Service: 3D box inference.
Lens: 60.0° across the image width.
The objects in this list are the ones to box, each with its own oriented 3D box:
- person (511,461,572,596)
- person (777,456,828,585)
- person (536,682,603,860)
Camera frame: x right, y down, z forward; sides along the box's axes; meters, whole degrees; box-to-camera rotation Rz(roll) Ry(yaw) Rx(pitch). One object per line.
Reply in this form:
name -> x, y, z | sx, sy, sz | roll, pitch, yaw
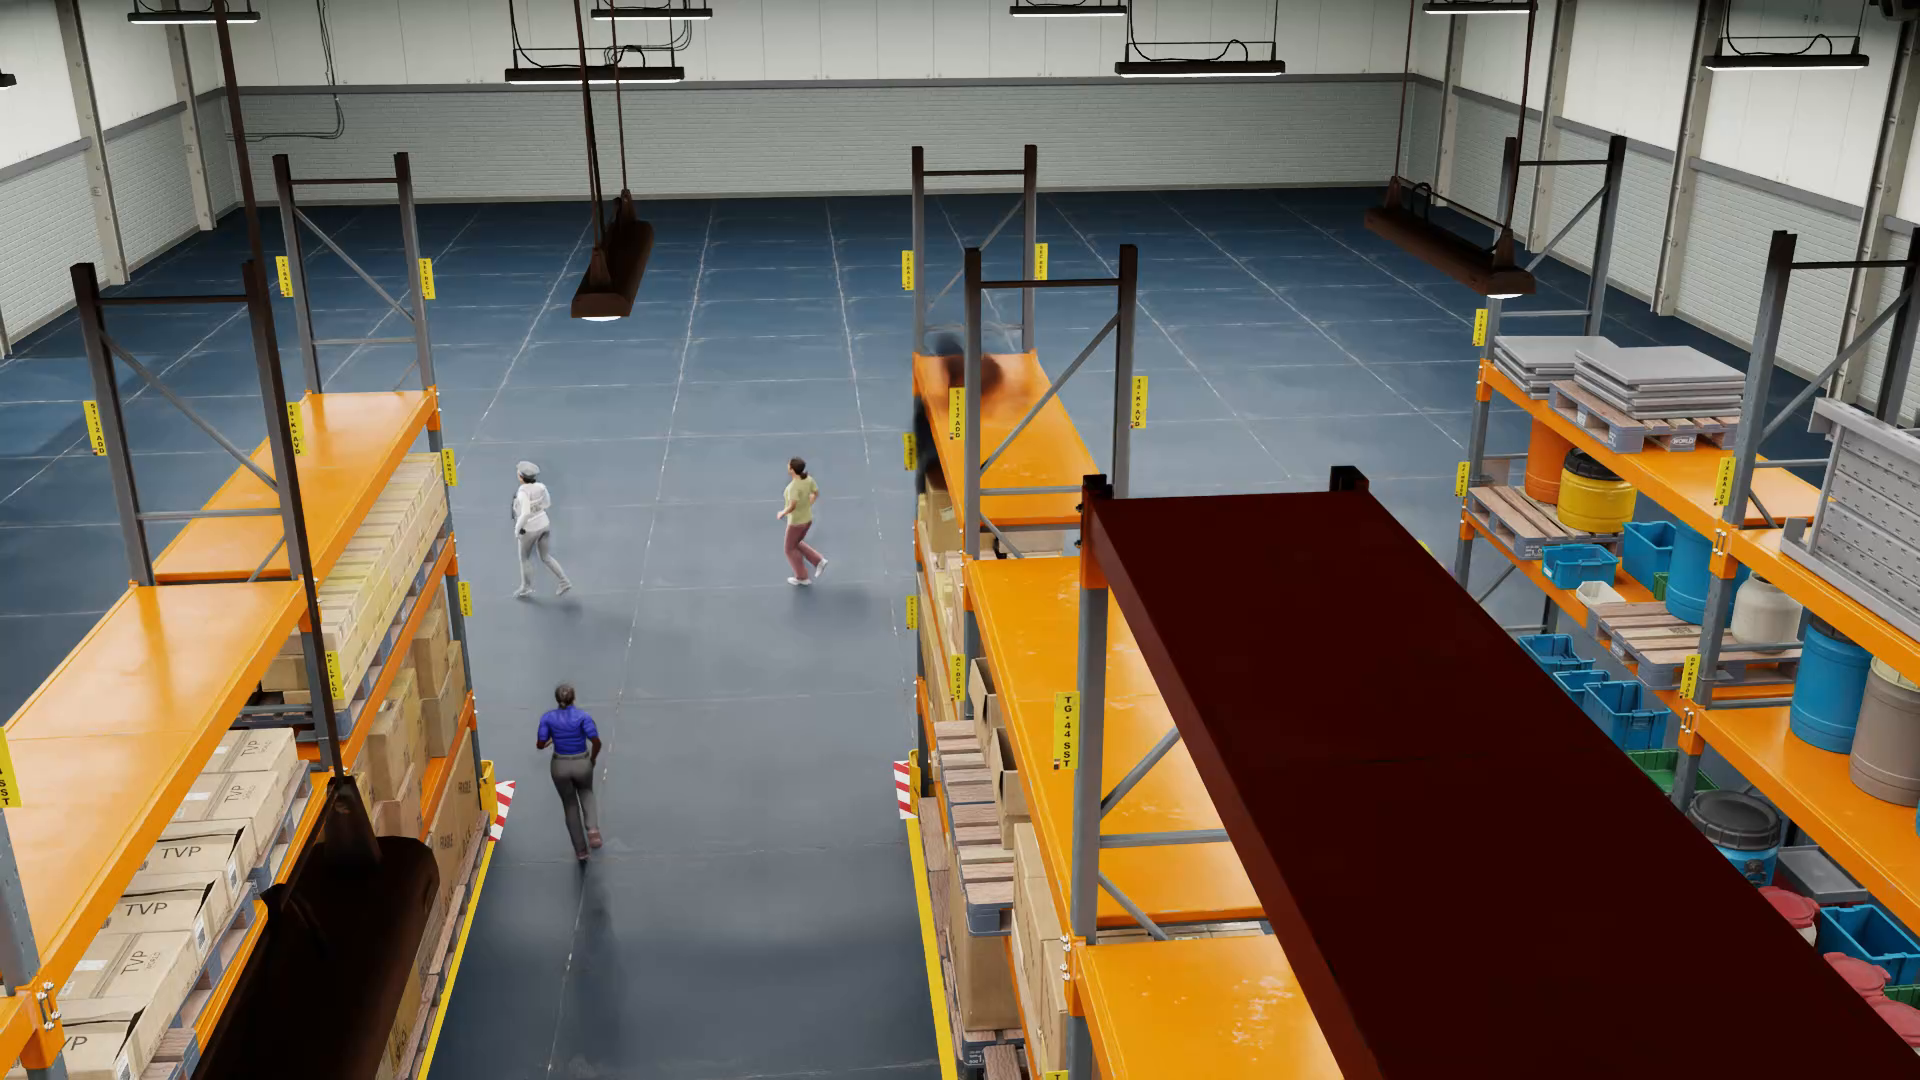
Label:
person -> -4.995, -0.086, 19.565 | 0.825, 1.724, 0.632 | 12, 25, 27
person -> -1.889, -0.209, 19.969 | 0.544, 1.640, 0.596 | 9, 23, 22
person -> -3.379, 1.960, 14.481 | 0.560, 1.621, 0.582 | -4, 22, -11
